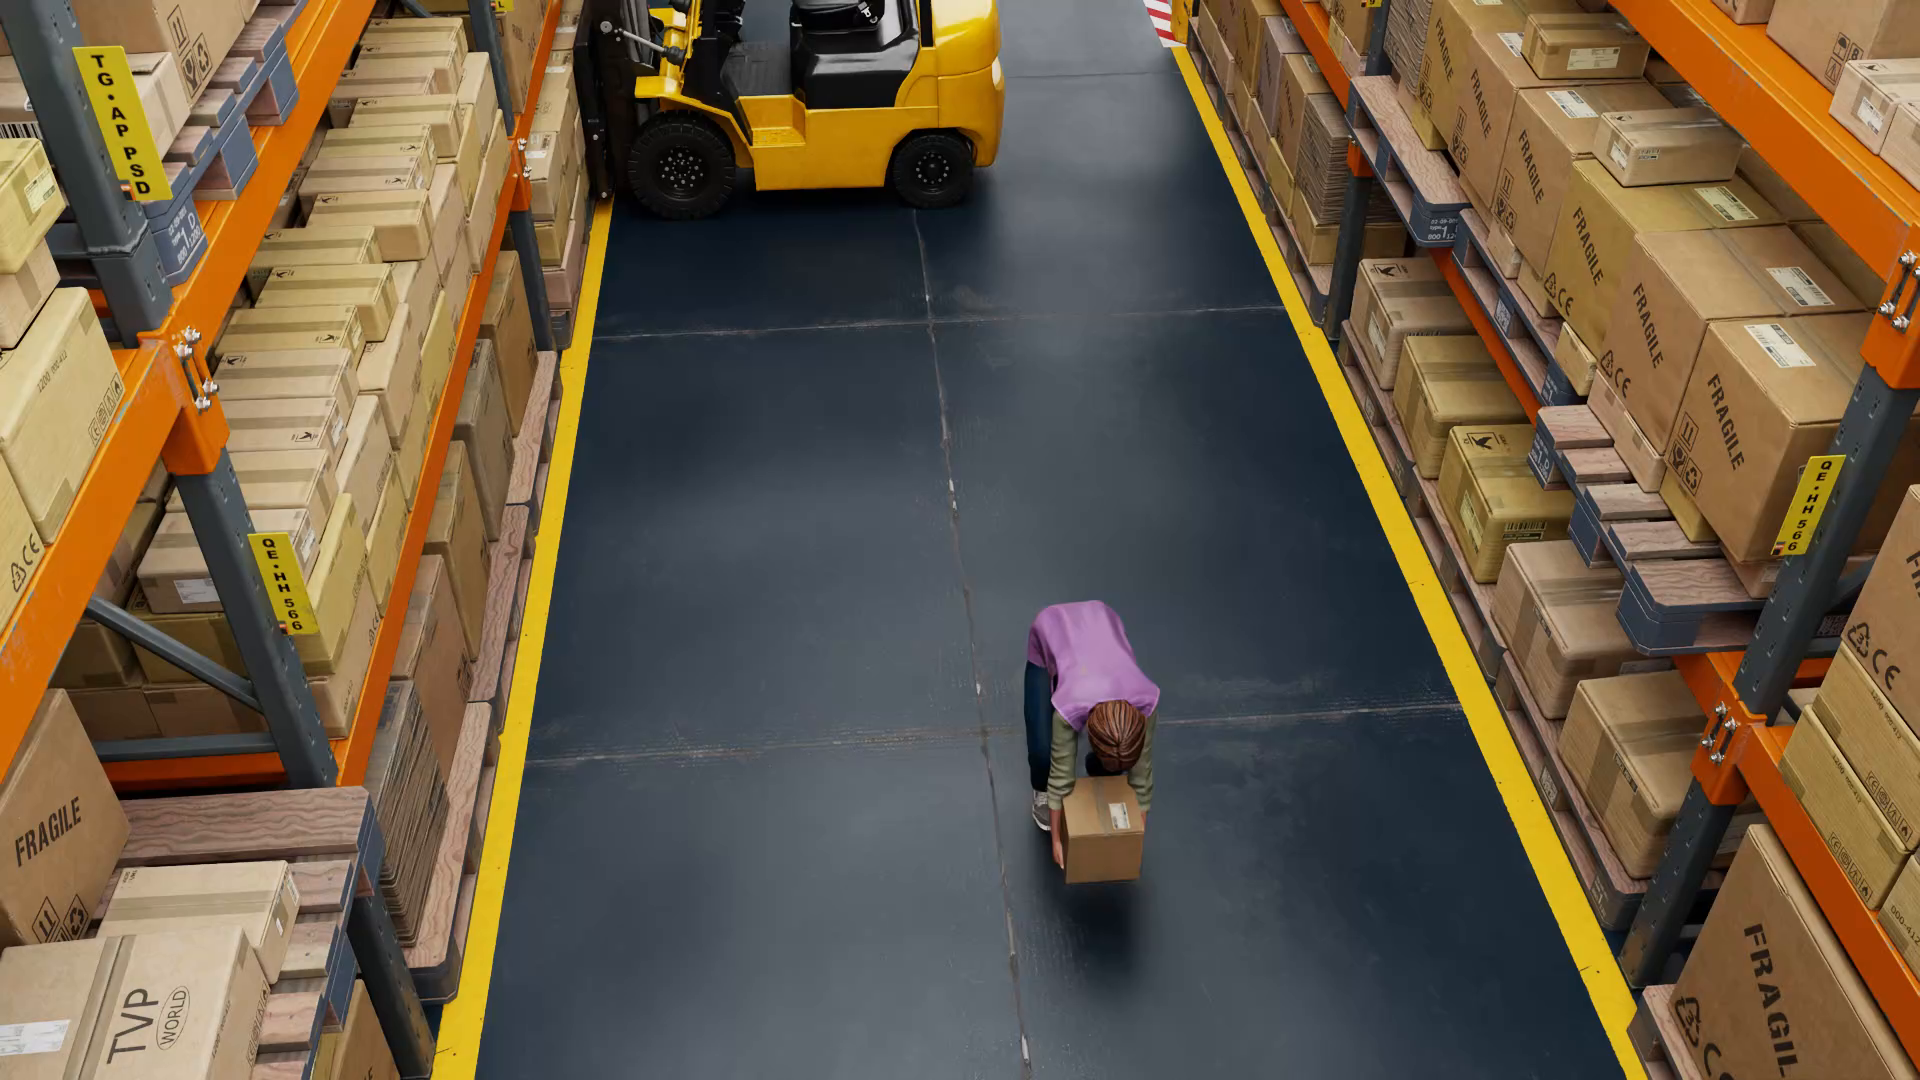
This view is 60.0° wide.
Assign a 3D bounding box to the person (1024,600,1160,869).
[{"bbox_3d":[0.452,0.719,5.781,0.420,0.979,0.861,-5,40,-6],"label":"person"}]
